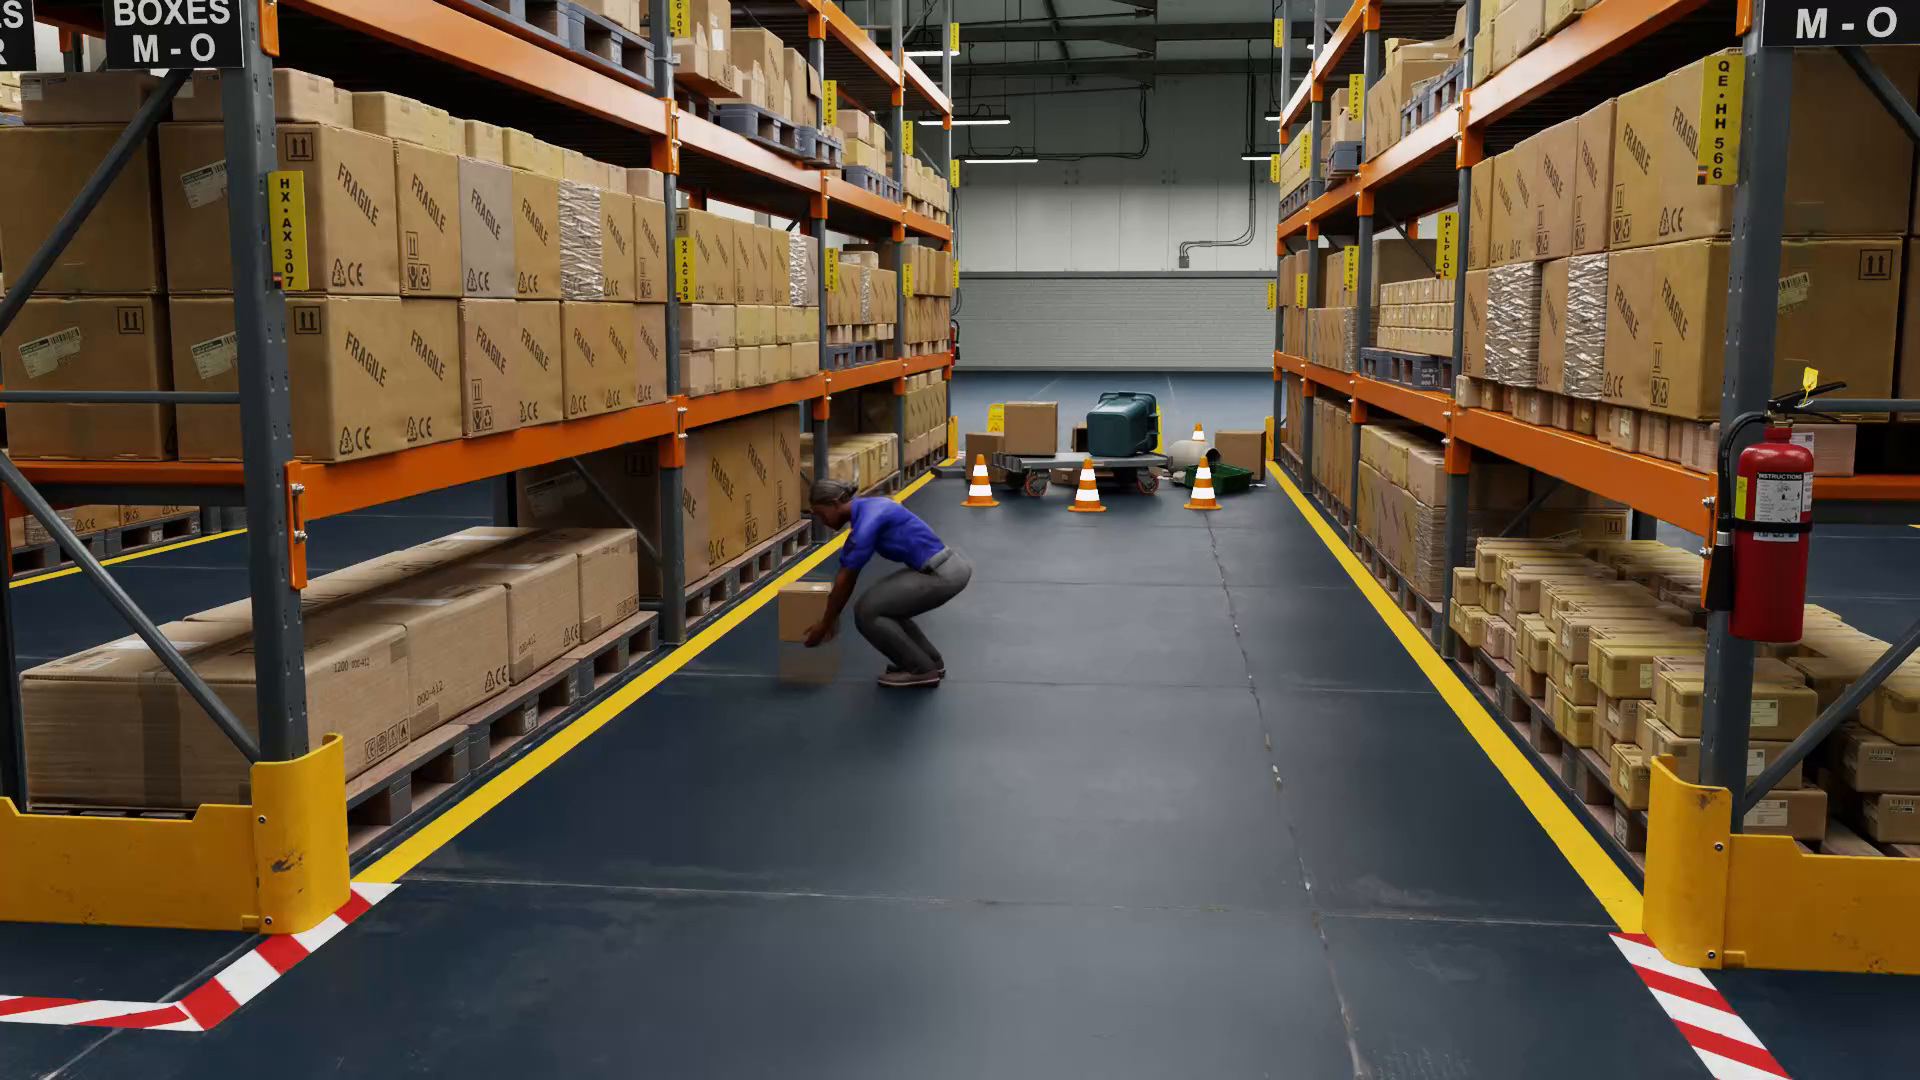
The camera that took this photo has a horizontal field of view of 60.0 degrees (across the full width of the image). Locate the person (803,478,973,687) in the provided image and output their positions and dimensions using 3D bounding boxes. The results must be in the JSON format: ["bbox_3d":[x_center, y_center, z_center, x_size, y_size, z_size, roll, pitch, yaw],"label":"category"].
[{"bbox_3d":[-0.345,0.192,7.922,0.796,0.988,0.490,1,8,6],"label":"person"}]
